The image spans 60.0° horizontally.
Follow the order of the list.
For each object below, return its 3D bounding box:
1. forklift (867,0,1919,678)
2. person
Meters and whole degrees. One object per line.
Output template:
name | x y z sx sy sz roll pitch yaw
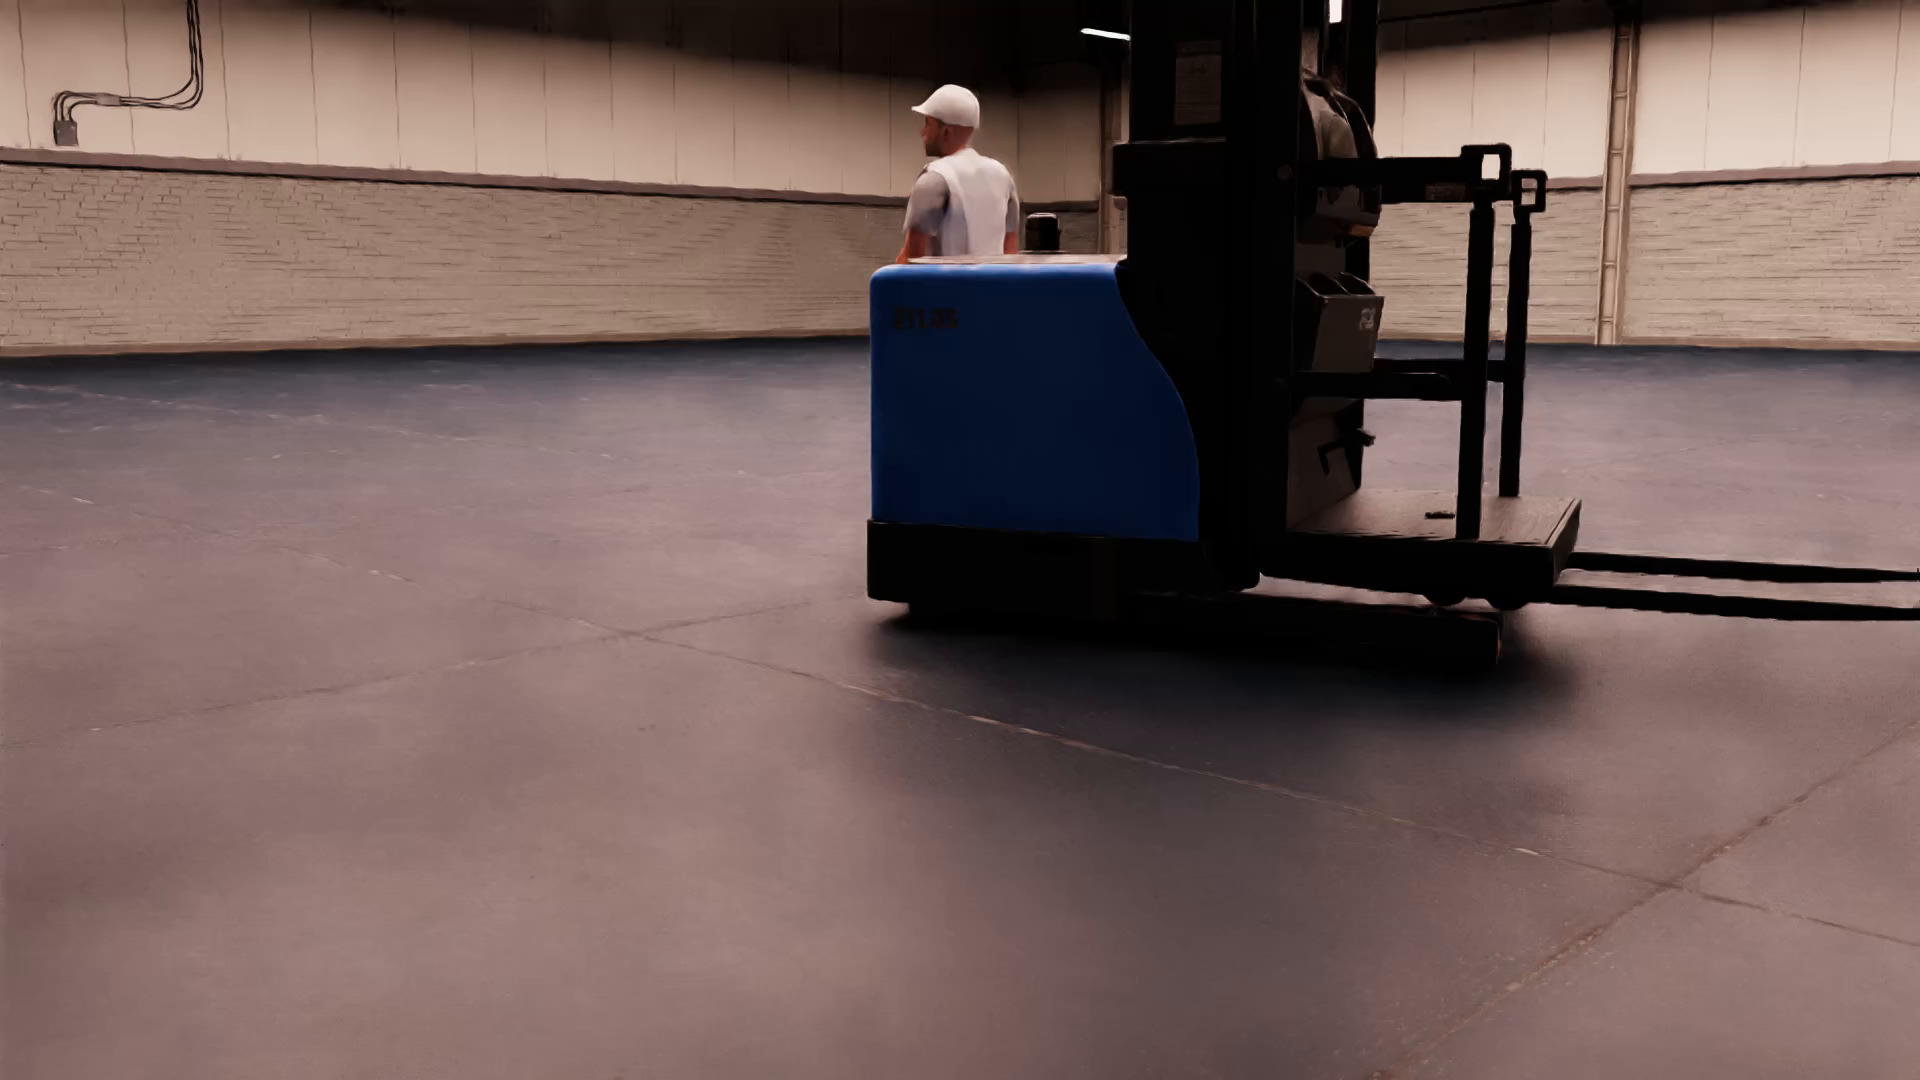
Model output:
forklift | 1.279 -1.181 4.713 3.031 2.935 1.130 4 9 24
person | -0.090 -0.896 6.673 0.531 1.791 0.678 8 11 41
